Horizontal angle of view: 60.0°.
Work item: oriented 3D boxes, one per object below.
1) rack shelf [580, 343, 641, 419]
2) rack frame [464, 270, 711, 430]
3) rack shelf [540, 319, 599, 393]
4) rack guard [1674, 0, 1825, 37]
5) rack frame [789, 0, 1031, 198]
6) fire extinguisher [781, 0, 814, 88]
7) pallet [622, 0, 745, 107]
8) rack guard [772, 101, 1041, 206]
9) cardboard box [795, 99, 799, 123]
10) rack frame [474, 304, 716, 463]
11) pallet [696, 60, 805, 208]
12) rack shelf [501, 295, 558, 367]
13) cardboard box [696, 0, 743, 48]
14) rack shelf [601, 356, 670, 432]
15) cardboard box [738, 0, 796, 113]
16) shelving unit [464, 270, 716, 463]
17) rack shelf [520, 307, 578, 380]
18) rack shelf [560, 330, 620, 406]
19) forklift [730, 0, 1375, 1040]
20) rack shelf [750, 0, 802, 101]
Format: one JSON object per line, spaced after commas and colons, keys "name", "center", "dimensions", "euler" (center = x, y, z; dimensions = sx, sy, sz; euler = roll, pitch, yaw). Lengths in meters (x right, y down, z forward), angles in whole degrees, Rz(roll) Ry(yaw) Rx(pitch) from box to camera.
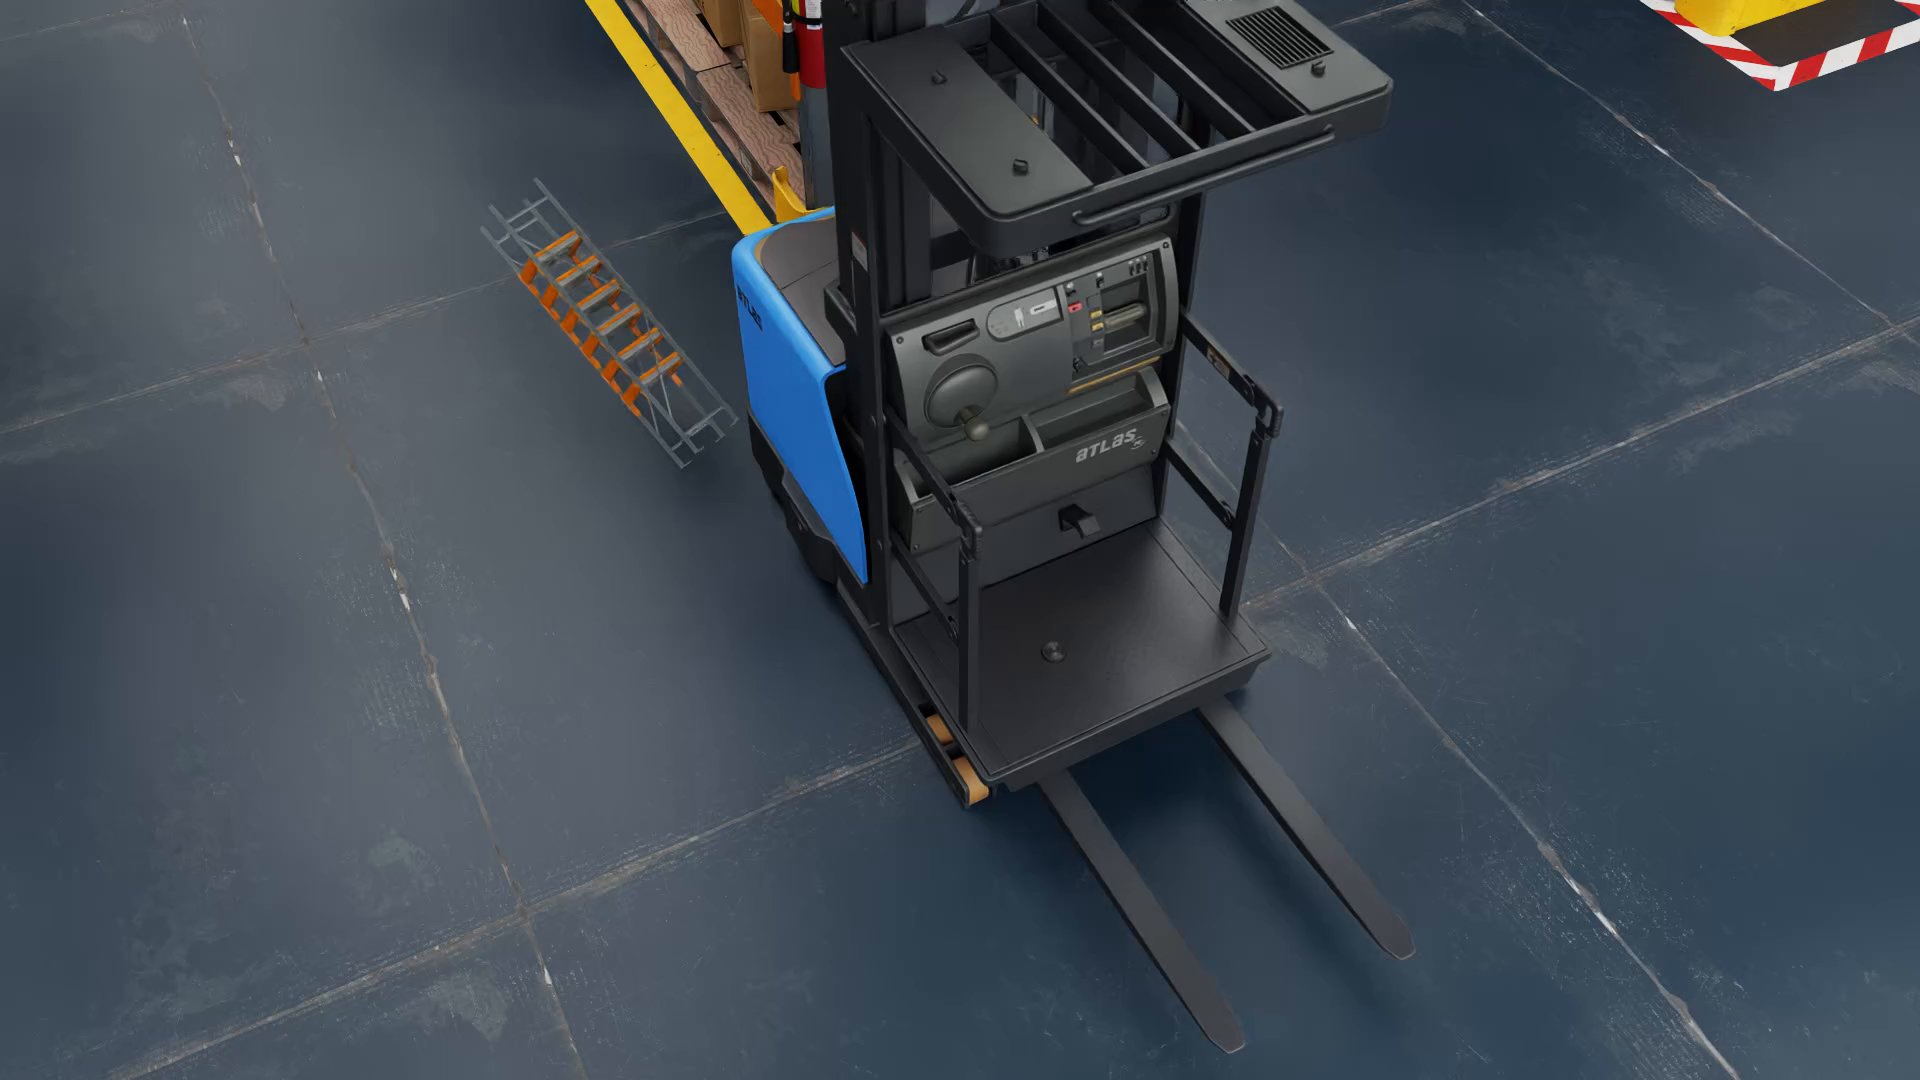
{"name": "rack shelf", "center": [-1.383, -0.640, 6.678], "dimensions": [0.103, 0.180, 0.258], "euler": [32, 56, 25]}
{"name": "rack frame", "center": [-1.511, -0.779, 6.679], "dimensions": [1.200, 0.006, 0.240], "euler": [32, 56, 25]}
{"name": "rack shelf", "center": [-1.568, -0.754, 6.780], "dimensions": [0.103, 0.180, 0.258], "euler": [32, 56, 25]}
{"name": "rack guard", "center": [4.297, -3.036, 8.573], "dimensions": [1.175, 0.500, 0.348], "euler": [-21, 52, -18]}
{"name": "rack frame", "center": [-0.170, -2.234, 6.211], "dimensions": [1.000, 3.000, 0.127], "euler": [-21, 52, -18]}
{"name": "fire extinguisher", "center": [-0.527, -1.973, 6.034], "dimensions": [0.296, 0.674, 0.183], "euler": [-21, 52, -18]}
{"name": "pallet", "center": [-1.099, -2.738, 8.505], "dimensions": [1.003, 0.211, 1.213], "euler": [-21, 52, -18]}
{"name": "rack guard", "center": [-0.205, -1.462, 7.196], "dimensions": [1.175, 0.500, 0.348], "euler": [-21, 52, -18]}
{"name": "cardboard box", "center": [-0.441, -1.973, 7.364], "dimensions": [0.500, 0.500, 0.500], "euler": [-13, 50, -11]}
{"name": "rack frame", "center": [-1.510, -0.658, 6.816], "dimensions": [1.200, 0.006, 0.240], "euler": [32, 56, 25]}
{"name": "pallet", "center": [-0.545, -1.923, 7.791], "dimensions": [1.003, 0.211, 1.213], "euler": [-21, 52, -18]}
{"name": "rack shelf", "center": [-1.754, -0.868, 6.881], "dimensions": [0.103, 0.180, 0.258], "euler": [32, 56, 25]}
{"name": "cardboard box", "center": [-1.015, -2.787, 8.076], "dimensions": [0.500, 0.500, 0.500], "euler": [-17, 51, -14]}
{"name": "rack shelf", "center": [-1.291, -0.583, 6.627], "dimensions": [0.103, 0.180, 0.258], "euler": [32, 56, 25]}
{"name": "cardboard box", "center": [-0.745, -2.361, 7.704], "dimensions": [0.500, 0.500, 0.500], "euler": [-9, 49, -8]}
{"name": "shelving unit", "center": [-1.510, -0.718, 6.748], "dimensions": [1.200, 0.189, 0.258], "euler": [32, 56, 25]}
{"name": "rack shelf", "center": [-1.661, -0.811, 6.831], "dimensions": [0.103, 0.180, 0.258], "euler": [32, 56, 25]}
{"name": "rack shelf", "center": [-1.476, -0.697, 6.729], "dimensions": [0.103, 0.180, 0.258], "euler": [32, 56, 25]}
{"name": "forklift", "center": [0.272, -0.537, 4.772], "dimensions": [1.130, 2.935, 3.031], "euler": [-20, 52, -17]}
{"name": "rack shelf", "center": [-1.085, -3.336, 7.653], "dimensions": [1.077, 0.370, 4.000], "euler": [-21, 52, -18]}
